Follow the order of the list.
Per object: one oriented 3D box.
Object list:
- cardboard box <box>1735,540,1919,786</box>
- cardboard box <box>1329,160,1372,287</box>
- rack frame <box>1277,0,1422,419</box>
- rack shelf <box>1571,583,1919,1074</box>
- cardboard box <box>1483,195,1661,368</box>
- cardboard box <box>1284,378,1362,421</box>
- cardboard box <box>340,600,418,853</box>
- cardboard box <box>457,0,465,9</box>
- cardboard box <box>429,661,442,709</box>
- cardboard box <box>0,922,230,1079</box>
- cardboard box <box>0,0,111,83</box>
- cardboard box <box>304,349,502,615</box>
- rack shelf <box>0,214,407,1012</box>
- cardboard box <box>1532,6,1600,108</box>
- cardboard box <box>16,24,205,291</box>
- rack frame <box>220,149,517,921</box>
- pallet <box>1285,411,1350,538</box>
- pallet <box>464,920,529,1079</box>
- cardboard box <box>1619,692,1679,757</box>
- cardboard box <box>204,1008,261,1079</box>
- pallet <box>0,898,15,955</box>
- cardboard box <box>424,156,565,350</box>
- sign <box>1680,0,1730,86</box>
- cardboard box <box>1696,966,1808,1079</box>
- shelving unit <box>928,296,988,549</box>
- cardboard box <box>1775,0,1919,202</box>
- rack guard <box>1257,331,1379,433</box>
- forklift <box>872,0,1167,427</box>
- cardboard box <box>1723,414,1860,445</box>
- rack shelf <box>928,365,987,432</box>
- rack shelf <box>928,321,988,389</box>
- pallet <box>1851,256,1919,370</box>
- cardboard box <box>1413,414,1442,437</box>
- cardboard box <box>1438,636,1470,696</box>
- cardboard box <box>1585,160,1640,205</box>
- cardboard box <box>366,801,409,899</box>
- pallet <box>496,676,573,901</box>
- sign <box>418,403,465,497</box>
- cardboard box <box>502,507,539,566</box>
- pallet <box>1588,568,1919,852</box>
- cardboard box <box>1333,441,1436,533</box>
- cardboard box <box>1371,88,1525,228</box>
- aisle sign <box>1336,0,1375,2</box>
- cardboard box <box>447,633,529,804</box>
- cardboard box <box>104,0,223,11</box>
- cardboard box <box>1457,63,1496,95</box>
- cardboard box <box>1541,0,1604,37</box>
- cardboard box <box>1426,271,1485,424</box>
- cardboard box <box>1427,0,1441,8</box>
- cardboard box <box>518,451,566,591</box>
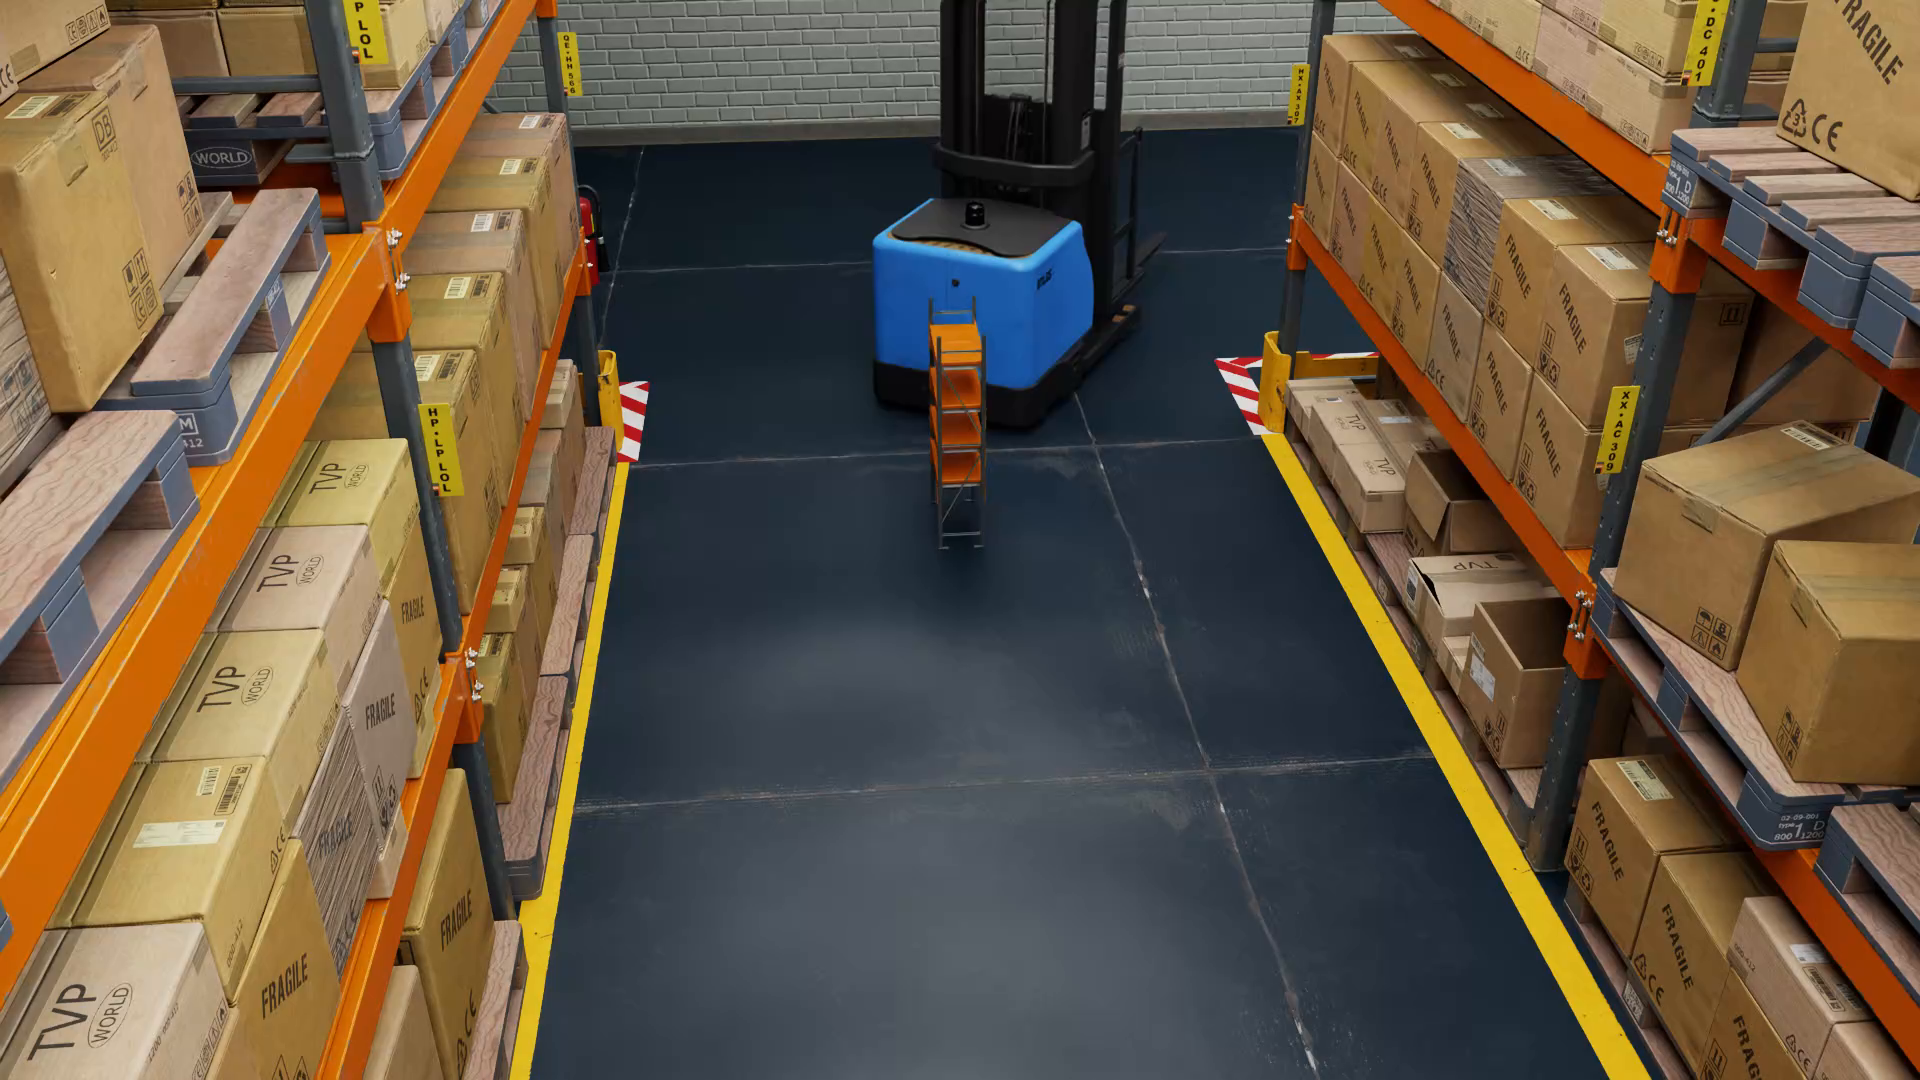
[{"bbox_3d":[2.703,0.350,4.731,0.700,0.500,0.500,2,31,3],"label":"cardboard box"},{"bbox_3d":[2.213,-1.610,8.422,0.500,0.500,0.500,-3,31,-5],"label":"cardboard box"},{"bbox_3d":[2.380,-2.069,9.289,1.000,3.000,0.127,-3,31,-5],"label":"rack frame"},{"bbox_3d":[2.941,1.303,4.345,1.077,0.370,4.000,-3,31,-5],"label":"rack shelf"},{"bbox_3d":[2.398,-1.006,6.437,0.500,0.500,0.500,-3,31,-6],"label":"cardboard box"},{"bbox_3d":[2.077,-0.804,9.522,0.380,0.149,0.250,-3,31,-5],"label":"cardboard box"},{"bbox_3d":[-1.826,0.517,4.553,0.500,0.500,0.500,-3,31,-4],"label":"cardboard box"},{"bbox_3d":[-2.069,-2.122,6.092,0.500,0.250,0.500,-4,31,-6],"label":"cardboard box"},{"bbox_3d":[-1.864,0.471,5.262,0.380,0.149,0.250,-2,31,-4],"label":"cardboard box"},{"bbox_3d":[-1.691,0.980,3.046,0.500,0.250,0.500,-3,31,-4],"label":"cardboard box"},{"bbox_3d":[-2.226,-1.174,3.607,0.500,0.250,0.500,-1,31,-1],"label":"cardboard box"},{"bbox_3d":[-2.212,-0.194,5.858,0.980,0.700,0.700,-2,31,-4],"label":"cardboard box"},{"bbox_3d":[-1.991,0.254,3.175,1.077,0.370,4.000,-3,31,-5],"label":"rack shelf"},{"bbox_3d":[2.407,-1.742,5.962,0.500,0.250,0.500,-3,31,-5],"label":"cardboard box"},{"bbox_3d":[-2.205,-0.853,3.801,0.700,0.500,0.500,-4,31,-7],"label":"cardboard box"},{"bbox_3d":[-2.178,0.212,5.469,1.000,3.000,0.127,-3,31,-5],"label":"rack frame"},{"bbox_3d":[2.463,-0.426,9.258,1.003,0.211,1.213,-3,31,-5],"label":"pallet"},{"bbox_3d":[-2.031,1.800,5.531,1.003,0.211,1.213,-3,31,-5],"label":"pallet"},{"bbox_3d":[2.930,0.714,6.823,0.500,0.311,0.500,-3,31,-5],"label":"cardboard box"},{"bbox_3d":[-1.680,1.294,3.252,0.500,0.500,0.500,-3,31,-5],"label":"cardboard box"},{"bbox_3d":[-1.917,0.722,1.876,1.213,0.211,1.003,-1,31,-2],"label":"pallet"},{"bbox_3d":[-2.415,-1.328,7.755,0.980,0.700,0.700,-3,31,-5],"label":"cardboard box"},{"bbox_3d":[2.214,-1.507,4.918,0.100,0.325,0.005,-3,31,-5],"label":"sign"},{"bbox_3d":[2.657,1.643,5.082,0.500,0.500,0.500,-2,31,-4],"label":"cardboard box"},{"bbox_3d":[-0.015,-0.600,8.584,0.258,1.200,0.503,-3,31,-5],"label":"shelving unit"},{"bbox_3d":[2.728,-1.320,4.505,0.600,0.600,0.600,-6,31,-9],"label":"cardboard box"},{"bbox_3d":[2.387,-0.957,9.865,1.175,0.500,0.348,-3,31,-5],"label":"rack guard"},{"bbox_3d":[0.558,-2.656,10.339,1.130,2.935,3.031,13,33,21],"label":"forklift"},{"bbox_3d":[2.978,-0.343,6.302,0.500,0.500,0.500,-2,31,-3],"label":"cardboard box"},{"bbox_3d":[-0.015,-0.734,8.504,0.258,0.148,0.480,-3,31,-5],"label":"rack shelf"},{"bbox_3d":[-0.015,-0.937,8.382,0.258,0.148,0.480,-3,31,-5],"label":"rack shelf"},{"bbox_3d":[2.845,-0.368,3.700,1.213,0.211,1.003,-3,31,-5],"label":"pallet"},{"bbox_3d":[2.624,-0.565,9.104,0.380,0.166,0.250,-3,31,-5],"label":"cardboard box"},{"bbox_3d":[2.323,0.542,7.268,0.380,0.149,0.250,-3,31,-5],"label":"cardboard box"},{"bbox_3d":[2.894,-1.279,6.894,0.500,0.500,0.500,-4,31,-6],"label":"cardboard box"},{"bbox_3d":[-1.755,0.865,4.603,0.380,0.149,0.250,-3,31,-5],"label":"cardboard box"},{"bbox_3d":[-2.171,1.017,6.841,1.003,0.211,1.213,-3,31,-5],"label":"pallet"},{"bbox_3d":[-1.638,-0.282,5.245,0.100,0.325,0.005,-3,31,-5],"label":"sign"},{"bbox_3d":[-2.045,-0.010,7.237,0.380,0.149,0.250,-4,31,-6],"label":"cardboard box"},{"bbox_3d":[2.720,0.469,5.227,1.003,0.211,1.213,-3,31,-5],"label":"pallet"},{"bbox_3d":[2.242,-0.276,8.539,0.500,0.250,0.500,-3,31,-5],"label":"cardboard box"},{"bbox_3d":[2.257,-1.780,7.732,0.500,0.500,0.500,-2,31,-4],"label":"cardboard box"},{"bbox_3d":[2.081,-3.206,8.657,0.394,0.787,0.004,-3,31,-5],"label":"aisle sign"},{"bbox_3d":[-2.146,0.718,6.650,0.700,0.500,0.500,-2,31,-4],"label":"cardboard box"},{"bbox_3d":[-2.475,-1.902,4.991,0.500,0.500,0.500,-3,31,-5],"label":"cardboard box"},{"bbox_3d":[2.744,-2.069,8.217,0.500,0.500,0.500,-2,31,-3],"label":"cardboard box"},{"bbox_3d":[2.395,-1.956,5.833,0.500,0.250,0.500,-3,31,-5],"label":"cardboard box"},{"bbox_3d":[2.352,-0.838,7.130,0.500,0.500,0.500,-2,31,-3],"label":"cardboard box"},{"bbox_3d":[2.257,-2.507,7.243,0.500,0.250,0.500,-3,31,-5],"label":"cardboard box"},{"bbox_3d":[-2.292,-0.072,7.974,0.700,0.500,0.500,-4,31,-6],"label":"cardboard box"}]
